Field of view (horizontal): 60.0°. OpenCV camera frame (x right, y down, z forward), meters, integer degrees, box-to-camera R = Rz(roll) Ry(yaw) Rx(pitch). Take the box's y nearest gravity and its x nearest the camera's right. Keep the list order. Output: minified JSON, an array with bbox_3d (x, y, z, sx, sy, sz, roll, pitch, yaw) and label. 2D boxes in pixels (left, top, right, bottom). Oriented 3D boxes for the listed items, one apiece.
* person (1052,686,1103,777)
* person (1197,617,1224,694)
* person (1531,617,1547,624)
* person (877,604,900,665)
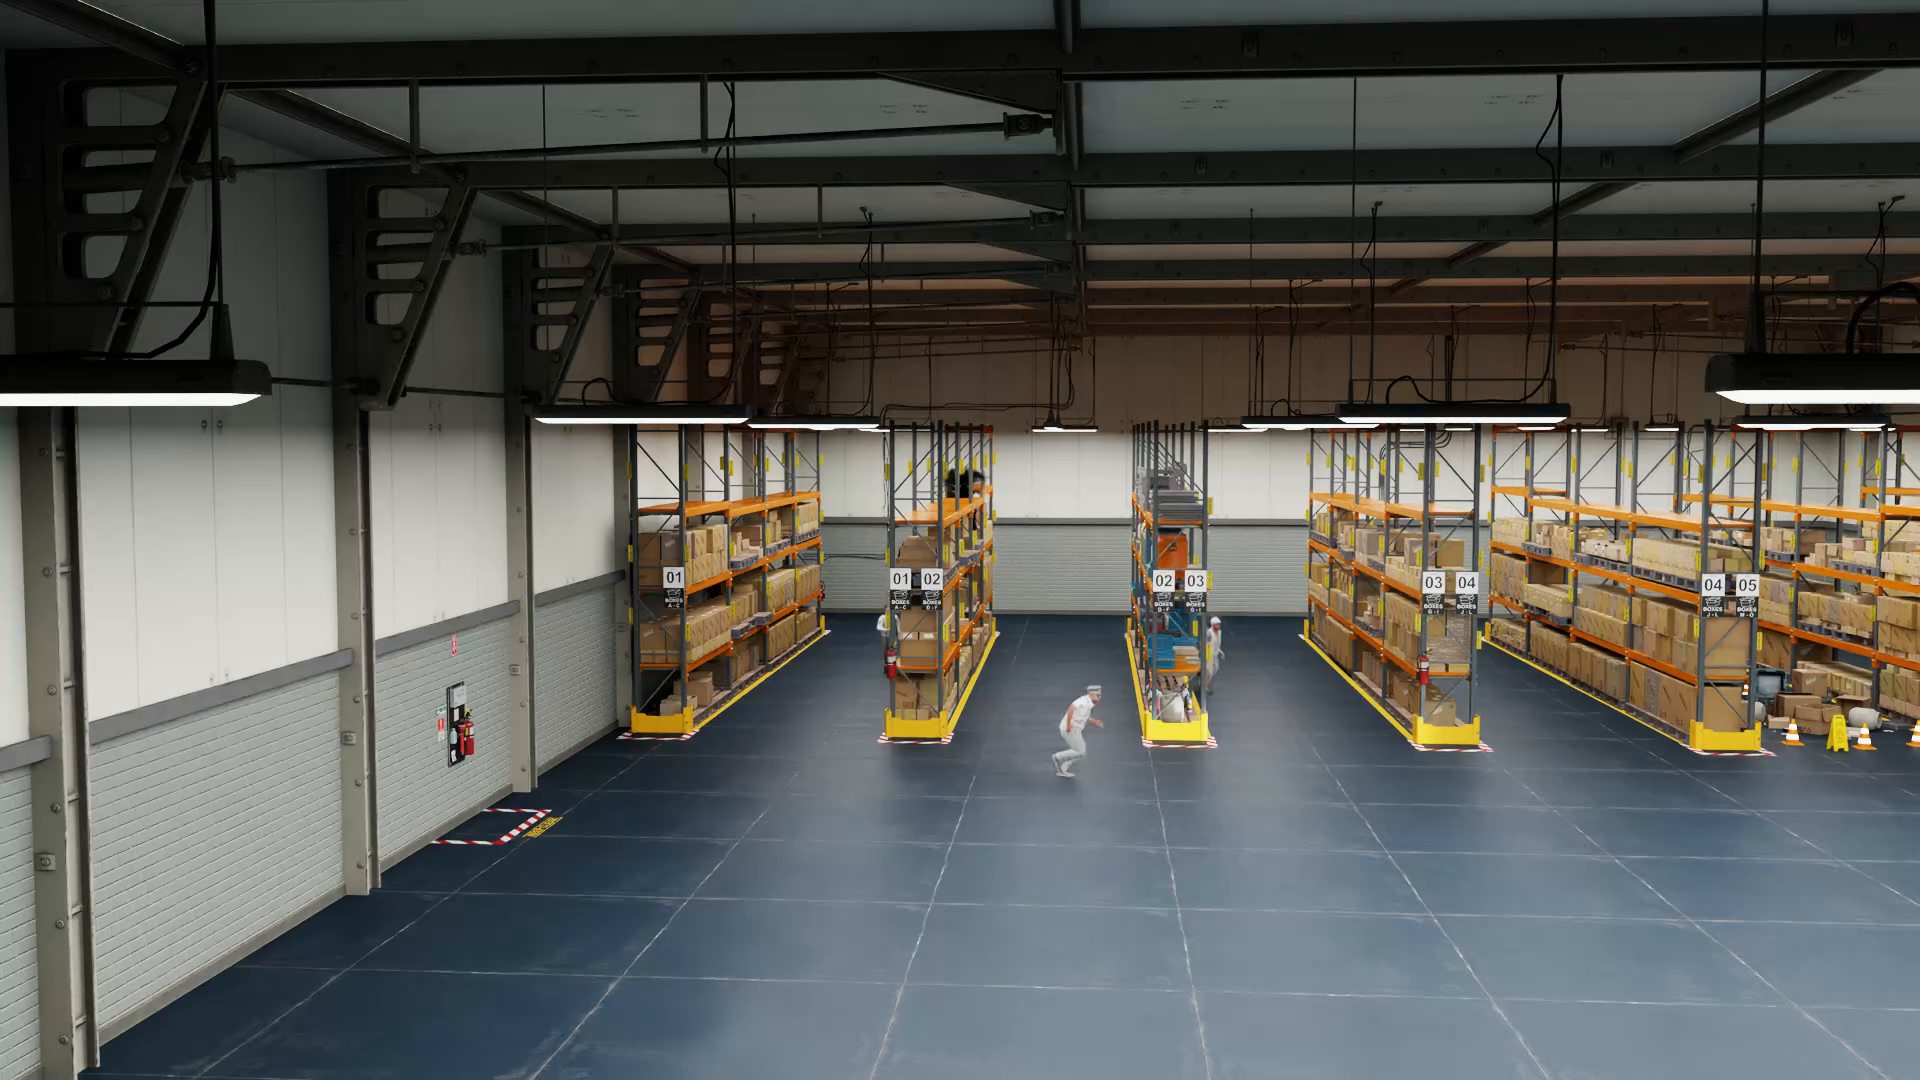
[{"bbox_3d":[1.955,3.199,27.668,0.843,1.560,0.683,1,4,12],"label":"person"},{"bbox_3d":[5.489,2.541,36.736,0.637,1.728,0.796,-3,5,-40],"label":"person"},{"bbox_3d":[16.238,1.902,46.890,0.681,1.737,0.669,2,4,33],"label":"person"},{"bbox_3d":[-1.721,2.358,40.263,0.606,1.659,0.943,-1,4,-8],"label":"person"}]
